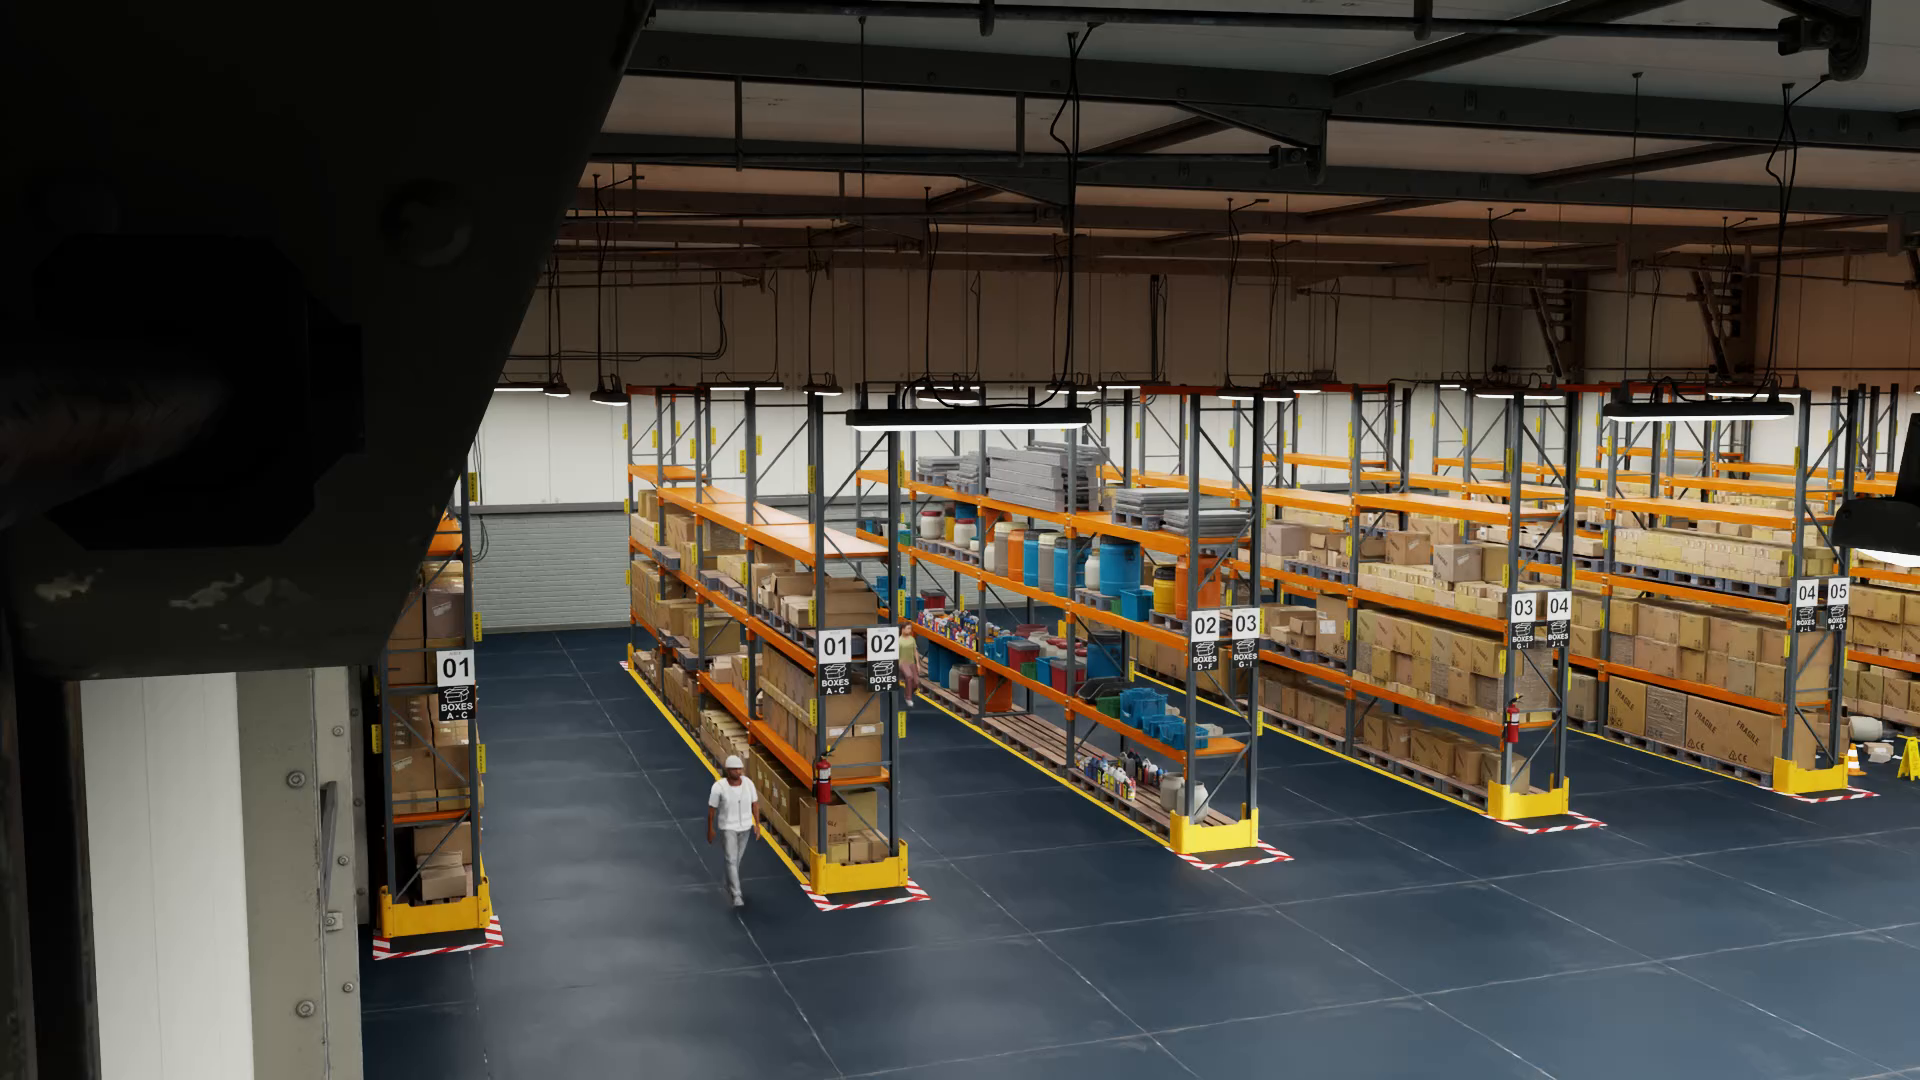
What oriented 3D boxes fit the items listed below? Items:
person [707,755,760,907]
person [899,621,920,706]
[{"bbox_3d":[-2.624,3.417,19.717,0.593,1.715,0.997,-4,7,-35],"label":"person"},{"bbox_3d":[-0.918,2.225,30.222,0.472,1.469,0.749,-3,7,-28],"label":"person"}]
